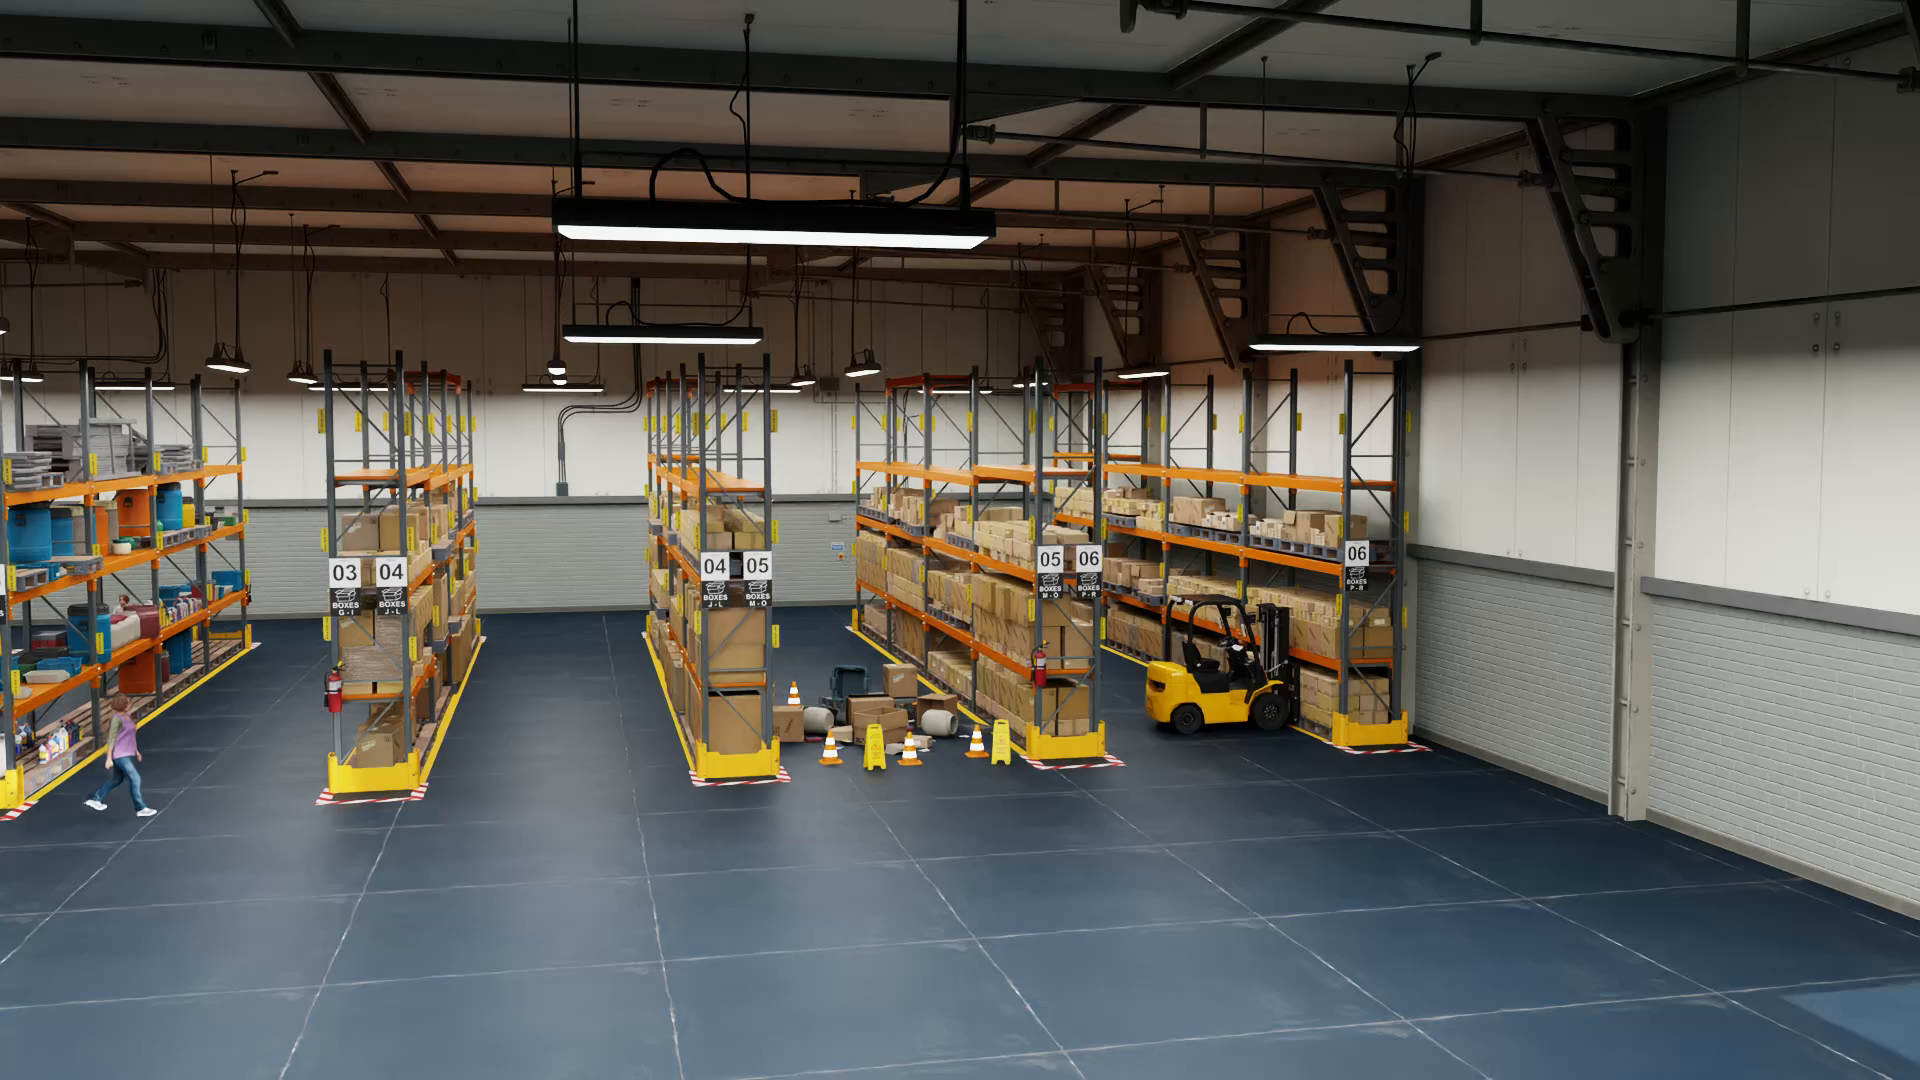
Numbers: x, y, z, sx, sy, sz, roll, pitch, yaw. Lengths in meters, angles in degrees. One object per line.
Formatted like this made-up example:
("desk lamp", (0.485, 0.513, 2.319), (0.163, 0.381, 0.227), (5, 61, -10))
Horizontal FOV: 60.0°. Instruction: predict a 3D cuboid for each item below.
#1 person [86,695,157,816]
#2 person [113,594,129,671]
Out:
("person", (-10.698, 2.740, 21.171), (0.931, 1.552, 0.473), (0, 4, -3))
("person", (-17.013, 1.870, 33.820), (0.448, 1.558, 0.959), (0, 4, -6))
